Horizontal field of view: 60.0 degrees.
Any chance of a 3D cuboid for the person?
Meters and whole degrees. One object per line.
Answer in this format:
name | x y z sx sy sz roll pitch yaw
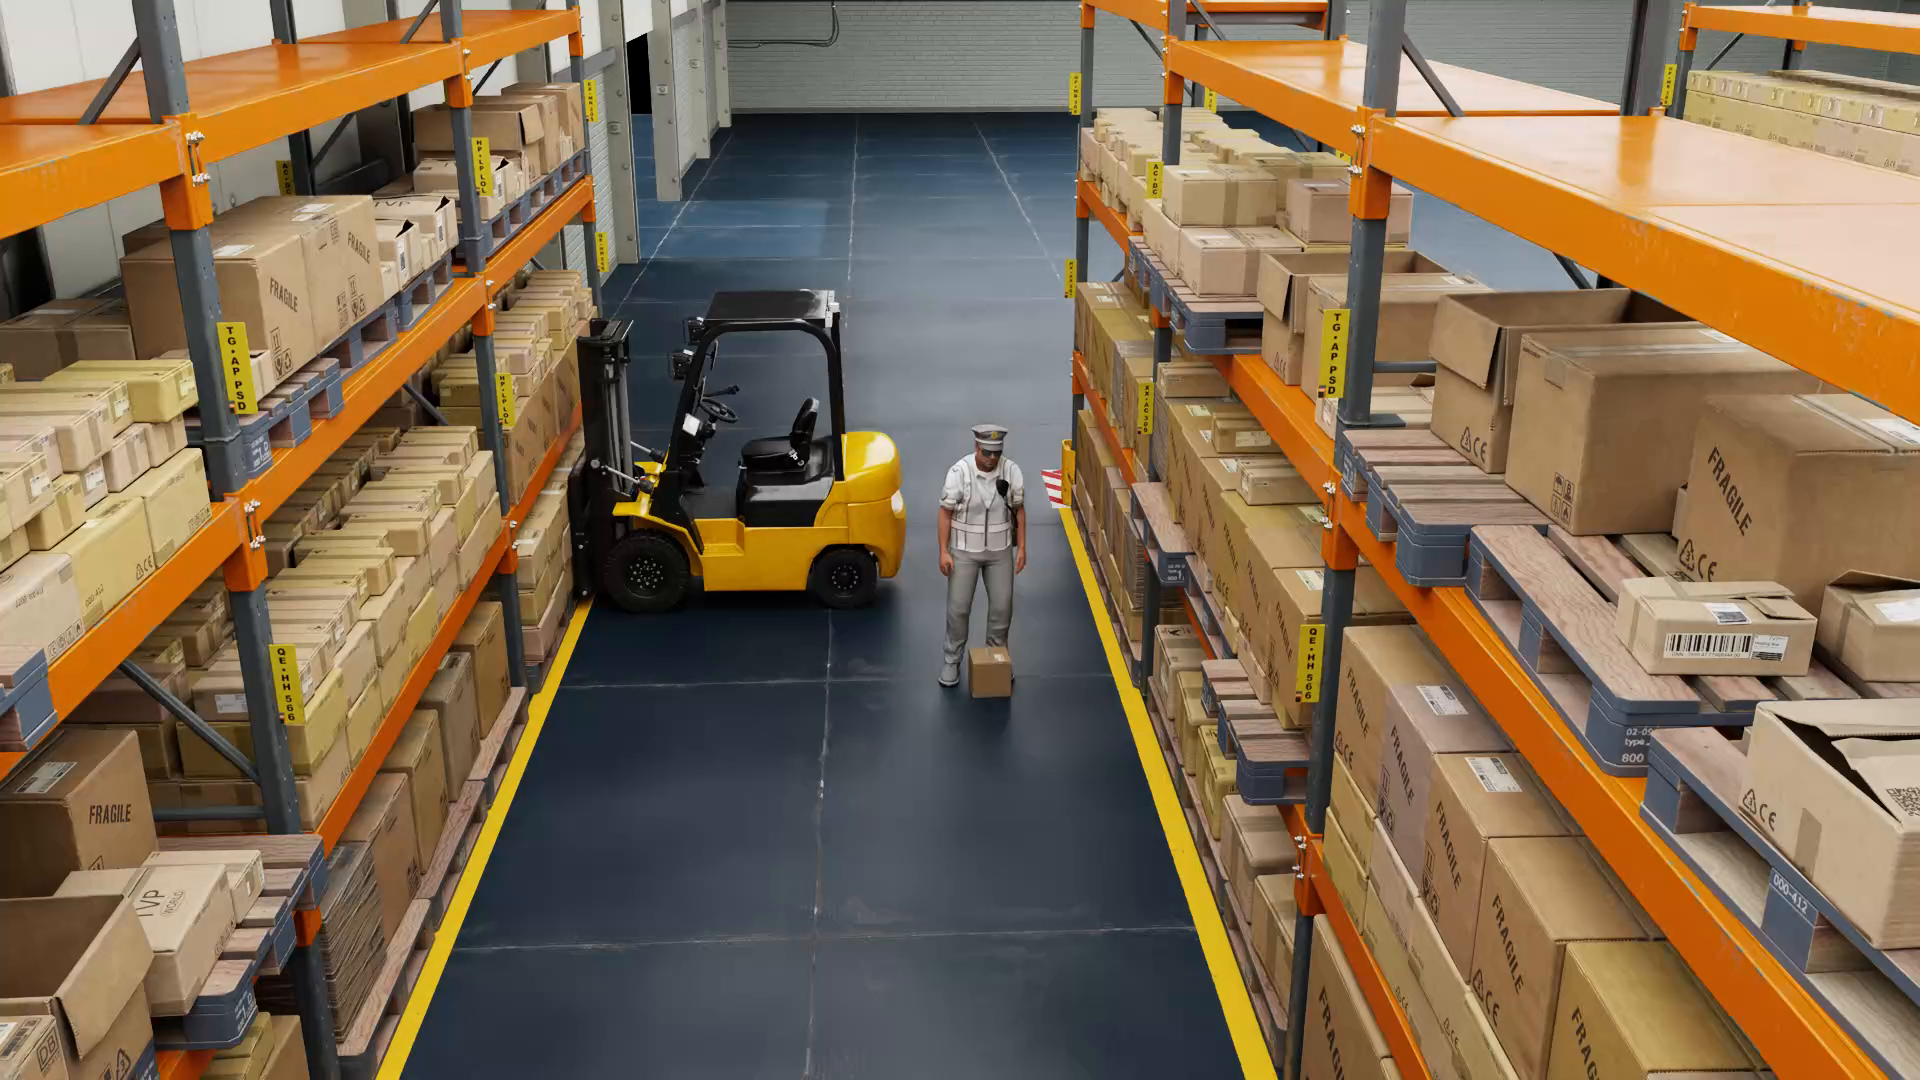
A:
person | 0.138 0.067 10.883 0.607 1.747 0.438 -4 21 -10
